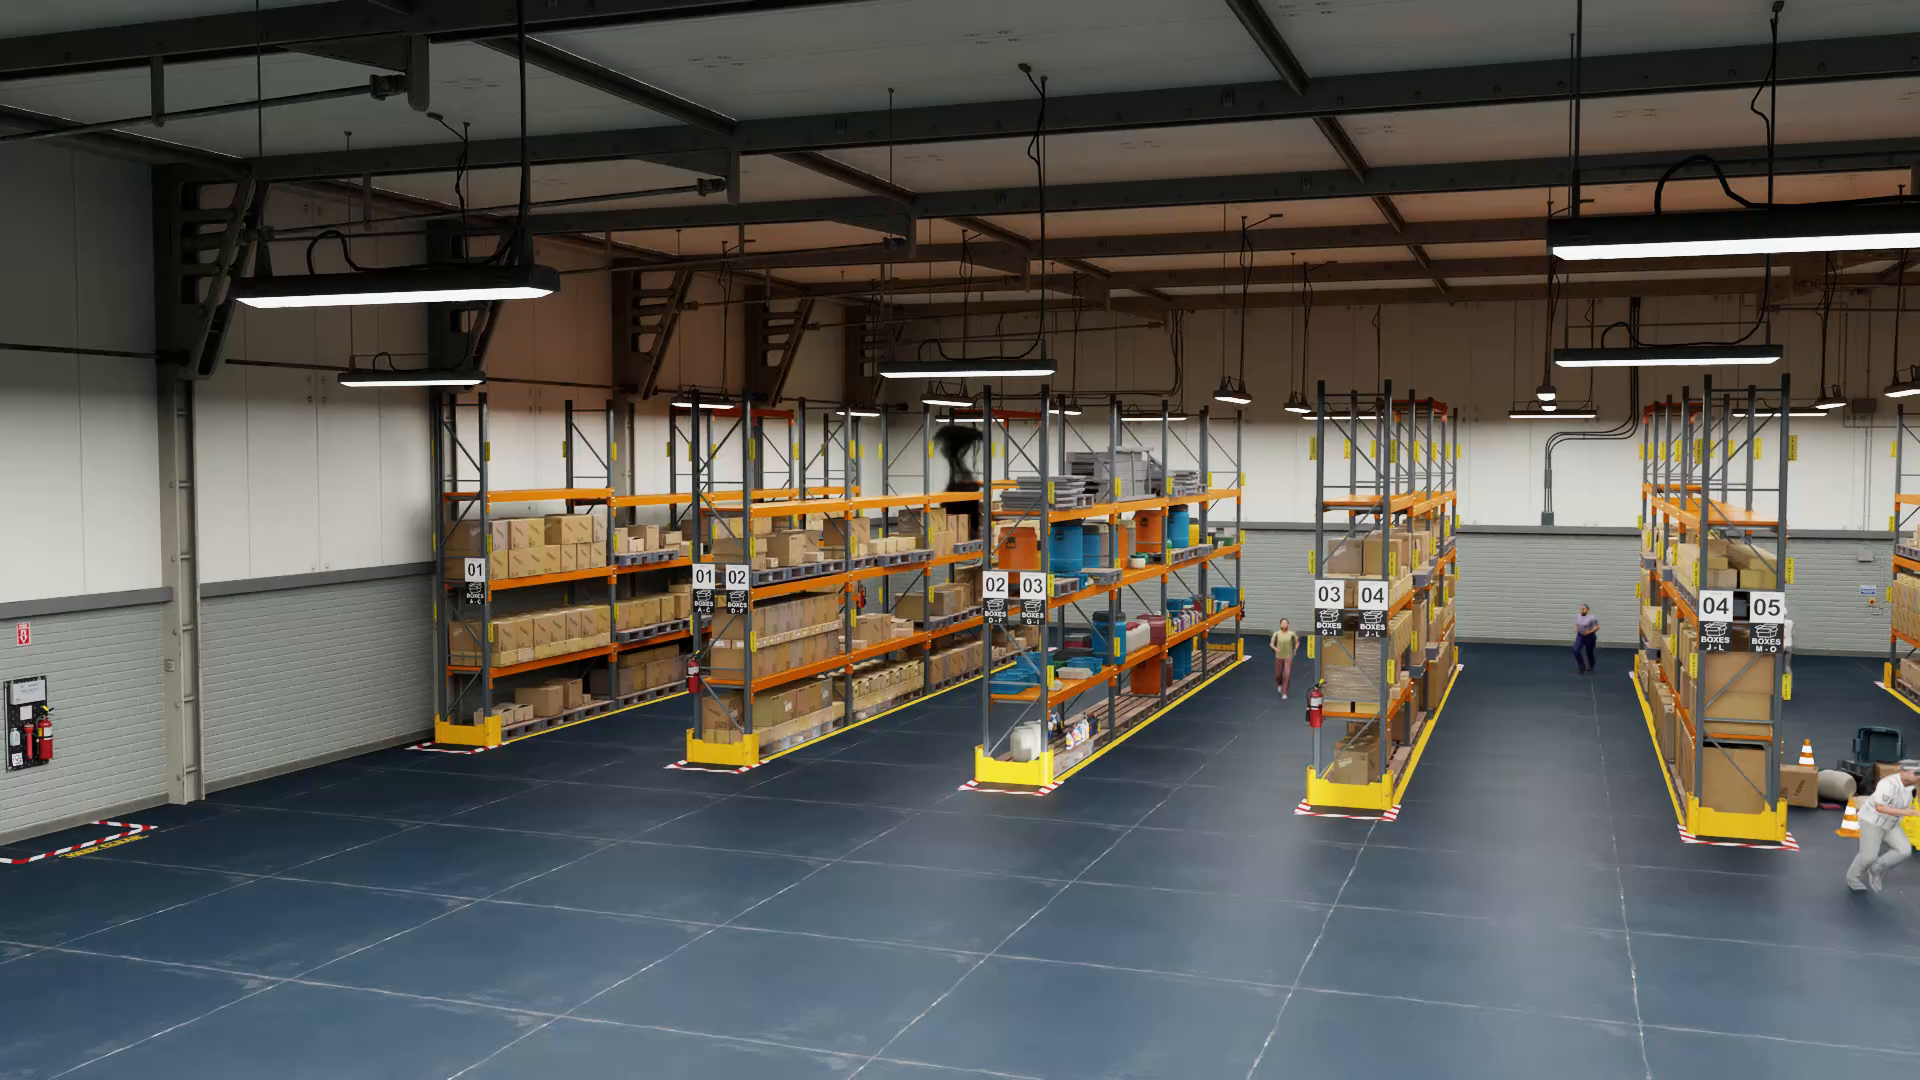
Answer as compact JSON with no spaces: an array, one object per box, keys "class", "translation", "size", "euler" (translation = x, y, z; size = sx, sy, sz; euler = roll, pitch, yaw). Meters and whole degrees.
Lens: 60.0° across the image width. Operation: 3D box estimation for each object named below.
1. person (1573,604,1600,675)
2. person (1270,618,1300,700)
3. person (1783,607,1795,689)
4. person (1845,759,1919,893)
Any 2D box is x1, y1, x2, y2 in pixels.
[{"class":"person","translation":[14.193,2.243,37.491],"size":[0.812,1.621,0.624],"euler":[-3,4,-41]},{"class":"person","translation":[6.586,2.398,33.714],"size":[0.588,1.613,0.758],"euler":[1,3,12]},{"class":"person","translation":[17.130,2.275,34.696],"size":[0.599,1.821,0.831],"euler":[0,3,6]},{"class":"person","translation":[10.449,3.205,18.696],"size":[0.701,1.591,0.961],"euler":[-1,3,-24]}]
